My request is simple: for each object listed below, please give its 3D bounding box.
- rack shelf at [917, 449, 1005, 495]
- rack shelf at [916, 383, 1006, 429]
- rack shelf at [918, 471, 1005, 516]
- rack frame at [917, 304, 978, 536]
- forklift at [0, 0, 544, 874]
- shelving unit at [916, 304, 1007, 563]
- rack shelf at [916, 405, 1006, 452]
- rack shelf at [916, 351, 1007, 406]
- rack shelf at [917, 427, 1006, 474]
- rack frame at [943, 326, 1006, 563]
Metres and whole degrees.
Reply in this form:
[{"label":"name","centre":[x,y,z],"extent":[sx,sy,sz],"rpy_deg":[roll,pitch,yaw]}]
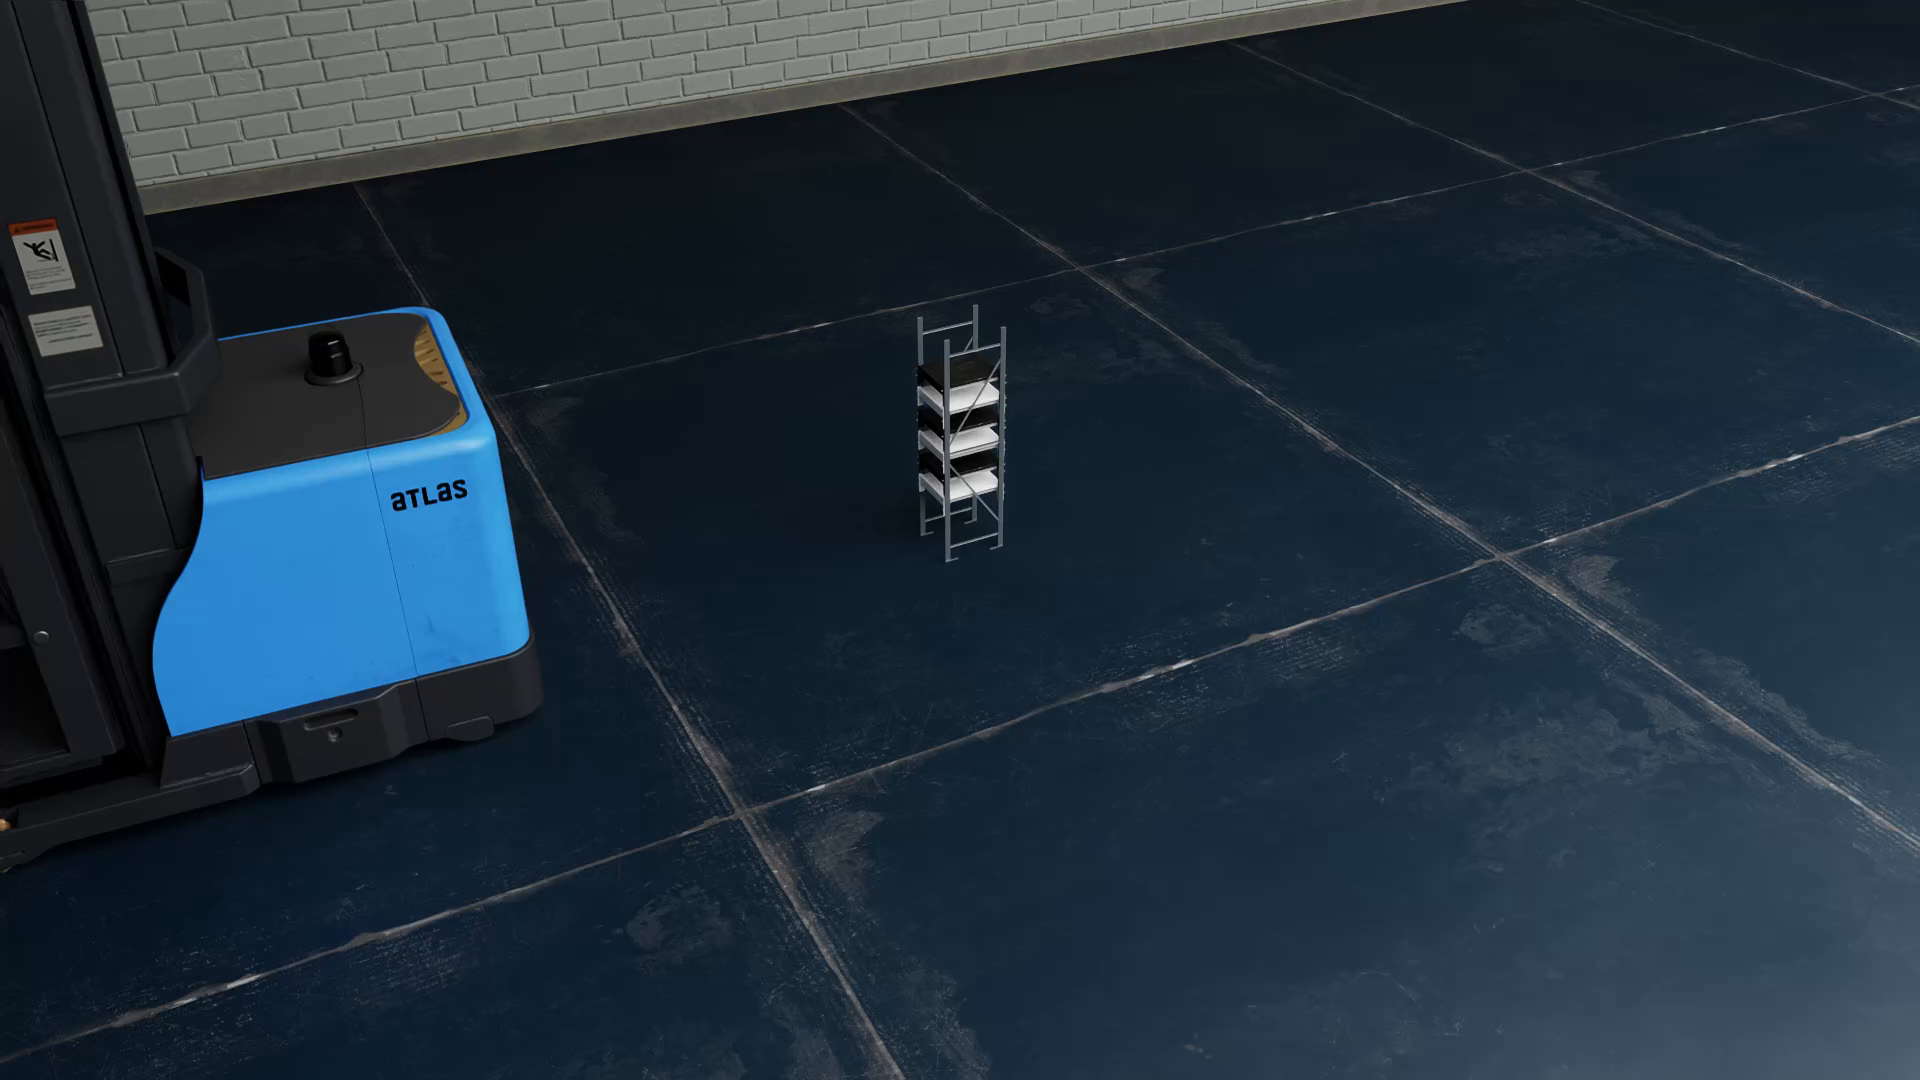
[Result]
[{"label":"rack shelf","centre":[0.004,-0.271,6.068],"extent":[0.258,0.077,0.200],"rpy_deg":[-16,36,-23]},{"label":"rack shelf","centre":[0.004,-0.499,5.922],"extent":[0.258,0.077,0.200],"rpy_deg":[-16,36,-23]},{"label":"rack shelf","centre":[0.004,-0.195,6.116],"extent":[0.258,0.077,0.200],"rpy_deg":[-16,36,-23]},{"label":"rack frame","centre":[-0.044,-0.424,6.077],"extent":[0.240,0.900,0.006],"rpy_deg":[-16,36,-23]},{"label":"forklift","centre":[-2.893,-0.555,4.399],"extent":[3.031,2.935,1.130],"rpy_deg":[-14,35,-20]},{"label":"shelving unit","centre":[0.004,-0.375,6.001],"extent":[0.258,0.900,0.210],"rpy_deg":[-16,36,-23]},{"label":"rack shelf","centre":[0.004,-0.423,5.971],"extent":[0.258,0.077,0.200],"rpy_deg":[-16,36,-23]},{"label":"rack shelf","centre":[0.004,-0.574,5.874],"extent":[0.258,0.077,0.200],"rpy_deg":[-16,36,-23]},{"label":"rack shelf","centre":[0.004,-0.347,6.019],"extent":[0.258,0.077,0.200],"rpy_deg":[-16,36,-23]},{"label":"rack frame","centre":[0.051,-0.327,5.925],"extent":[0.240,0.900,0.006],"rpy_deg":[-16,36,-23]}]
